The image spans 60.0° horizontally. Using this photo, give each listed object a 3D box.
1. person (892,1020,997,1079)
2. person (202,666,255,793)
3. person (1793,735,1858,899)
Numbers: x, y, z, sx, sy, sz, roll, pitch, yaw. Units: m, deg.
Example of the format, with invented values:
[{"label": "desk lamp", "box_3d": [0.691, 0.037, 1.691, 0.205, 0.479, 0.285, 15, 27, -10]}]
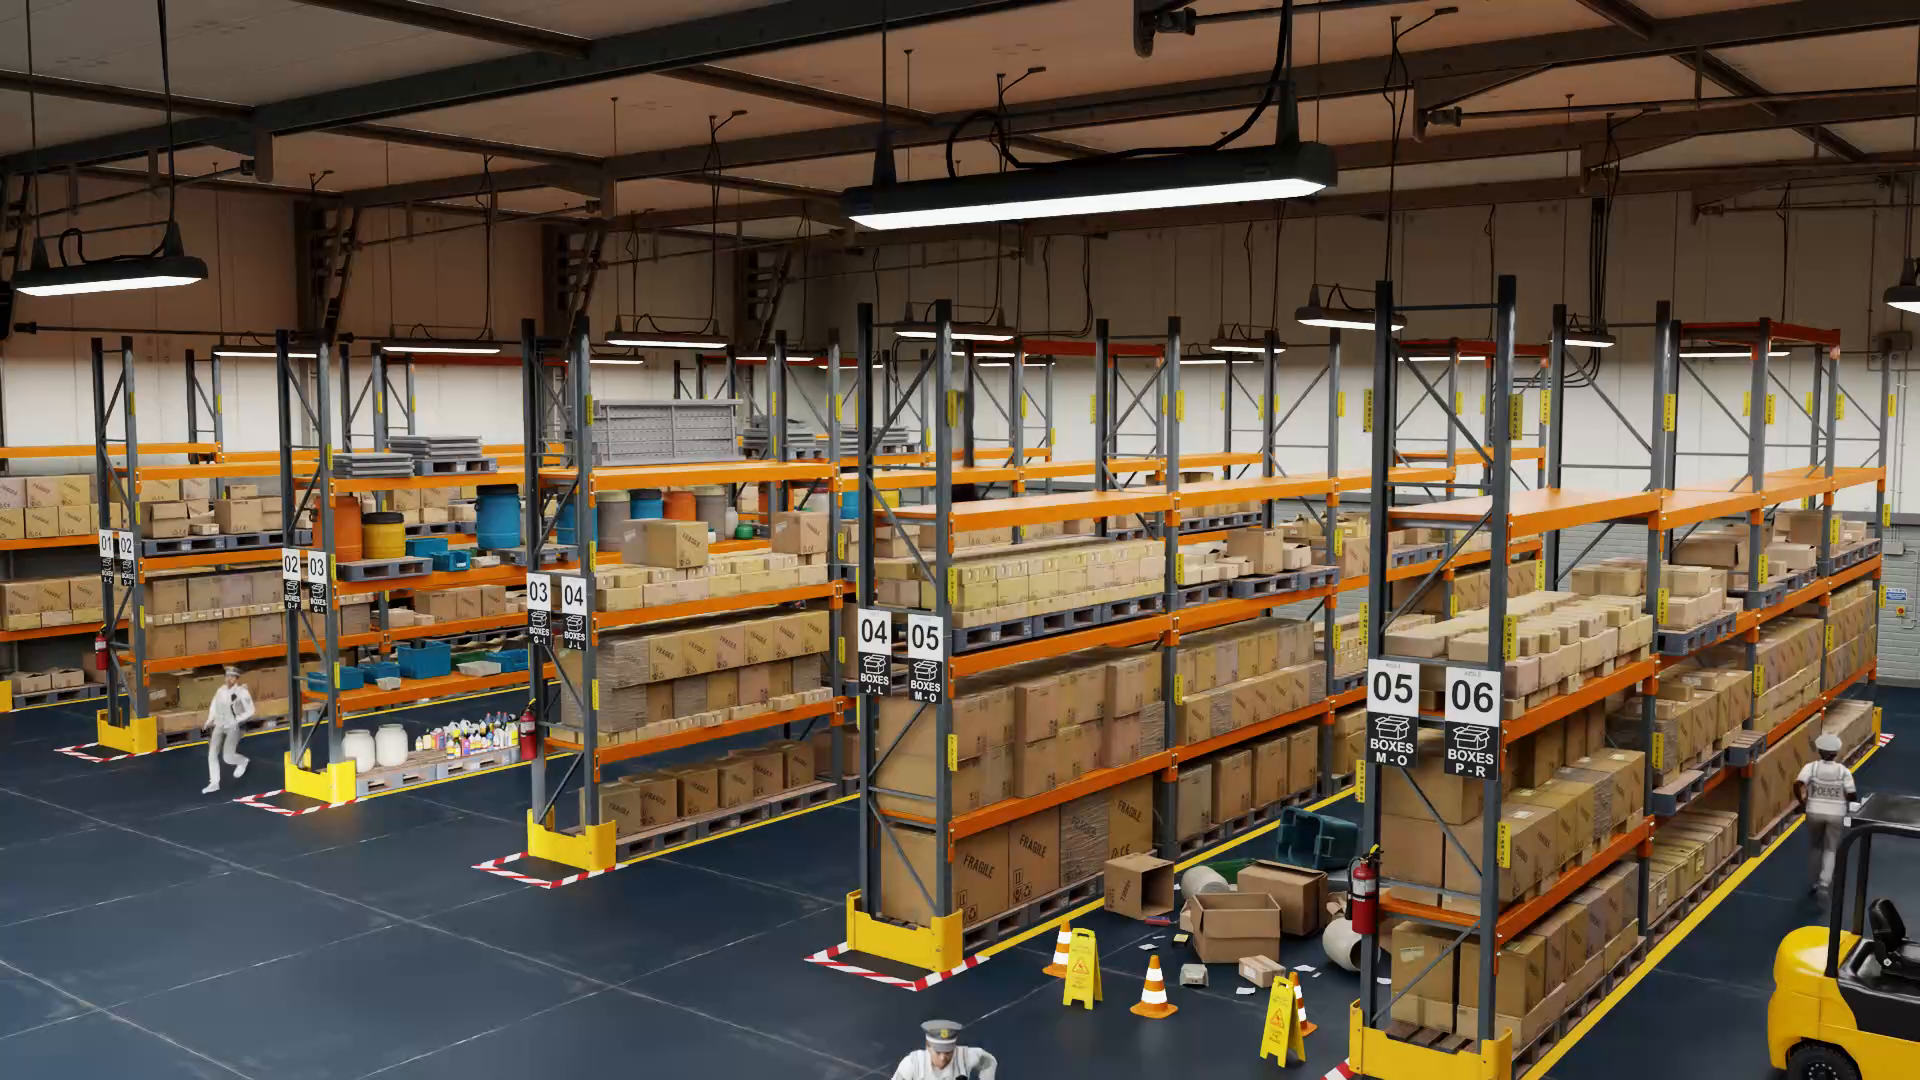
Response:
[{"label": "person", "box_3d": [-0.115, 3.530, 9.929, 0.655, 1.628, 0.978, -1, 5, -7]}, {"label": "person", "box_3d": [-9.544, 2.448, 21.760, 0.666, 1.642, 0.741, 1, 5, 11]}, {"label": "person", "box_3d": [8.824, 2.844, 16.973, 0.579, 1.707, 0.902, 3, 6, 31]}]
